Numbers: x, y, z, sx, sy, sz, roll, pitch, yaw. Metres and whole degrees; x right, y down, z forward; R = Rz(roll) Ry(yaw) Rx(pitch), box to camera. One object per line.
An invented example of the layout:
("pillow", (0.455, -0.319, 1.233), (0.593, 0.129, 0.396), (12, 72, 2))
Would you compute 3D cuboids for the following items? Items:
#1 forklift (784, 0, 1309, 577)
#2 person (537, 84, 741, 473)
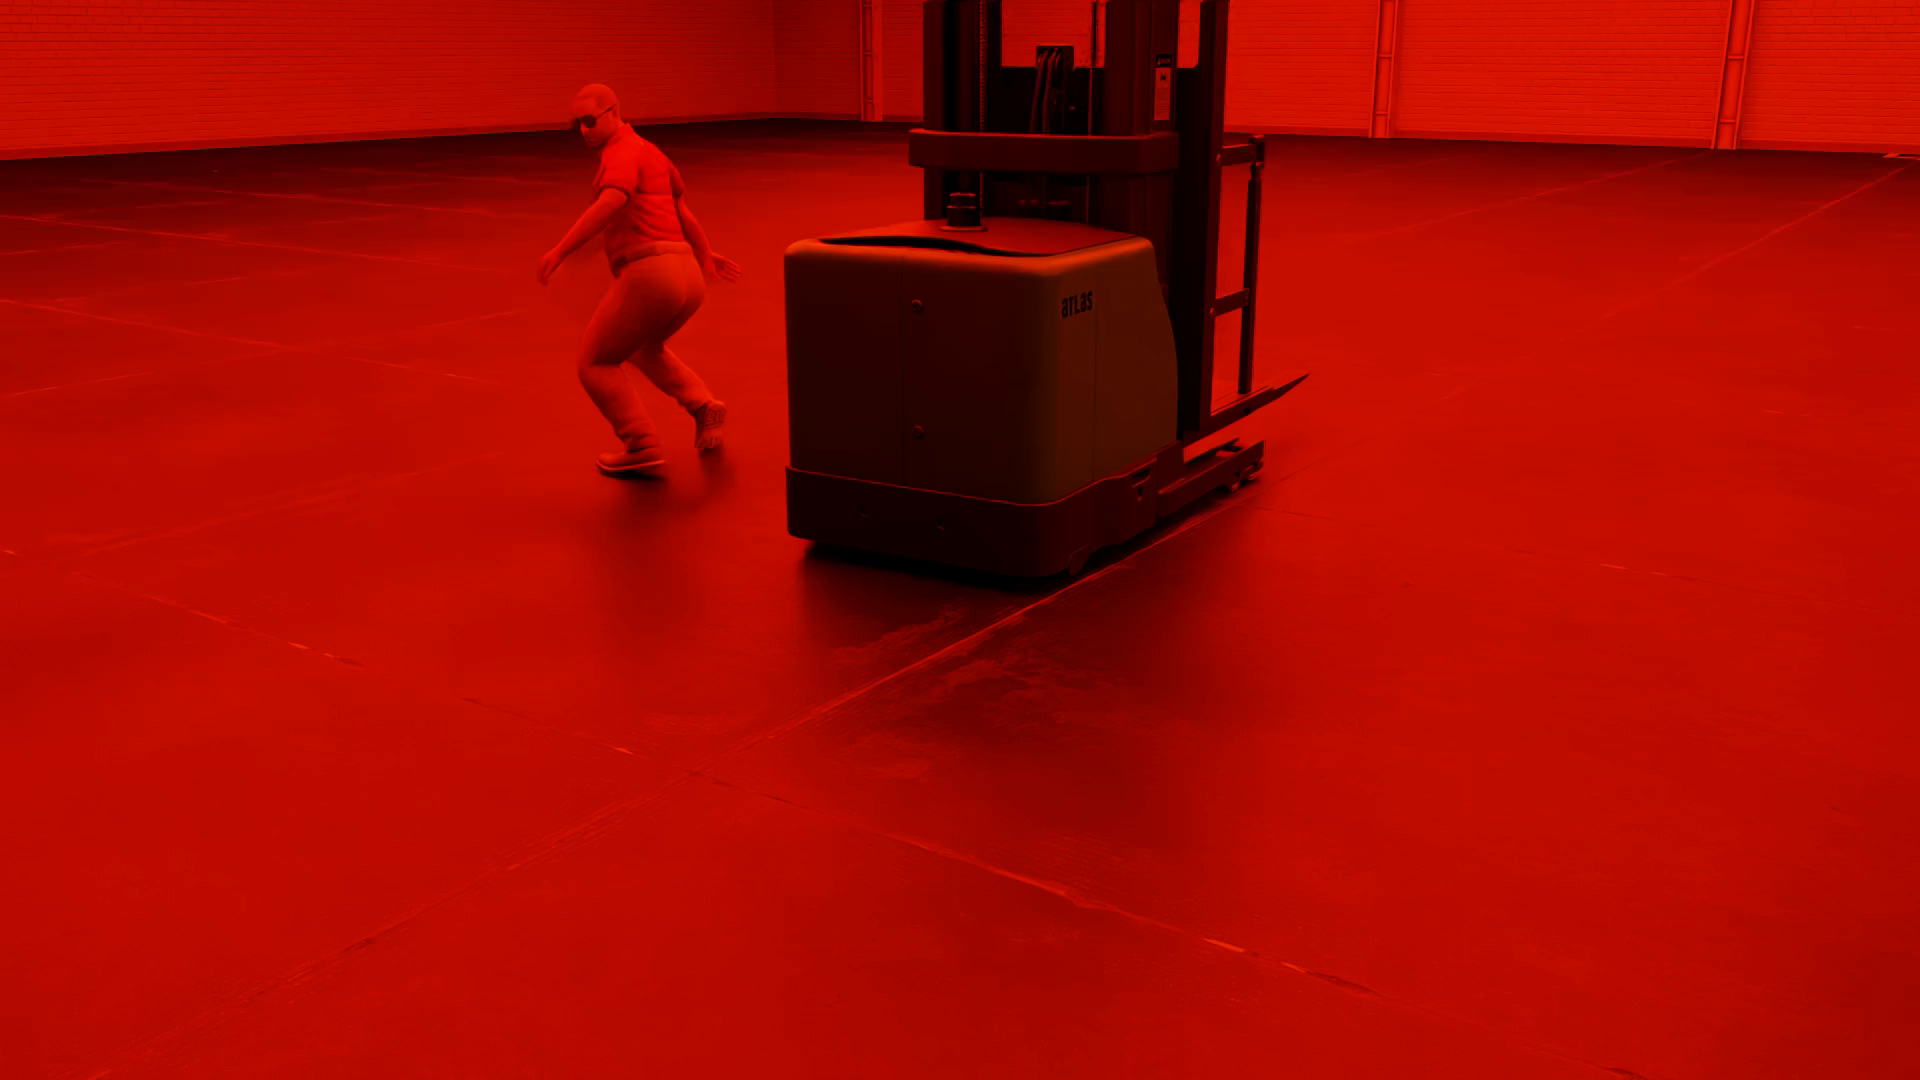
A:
("forklift", (0.580, -1.654, 6.363), (1.130, 2.935, 3.031), (10, 19, 29))
("person", (-1.306, -1.064, 6.953), (0.503, 1.629, 1.003), (5, 17, 16))
